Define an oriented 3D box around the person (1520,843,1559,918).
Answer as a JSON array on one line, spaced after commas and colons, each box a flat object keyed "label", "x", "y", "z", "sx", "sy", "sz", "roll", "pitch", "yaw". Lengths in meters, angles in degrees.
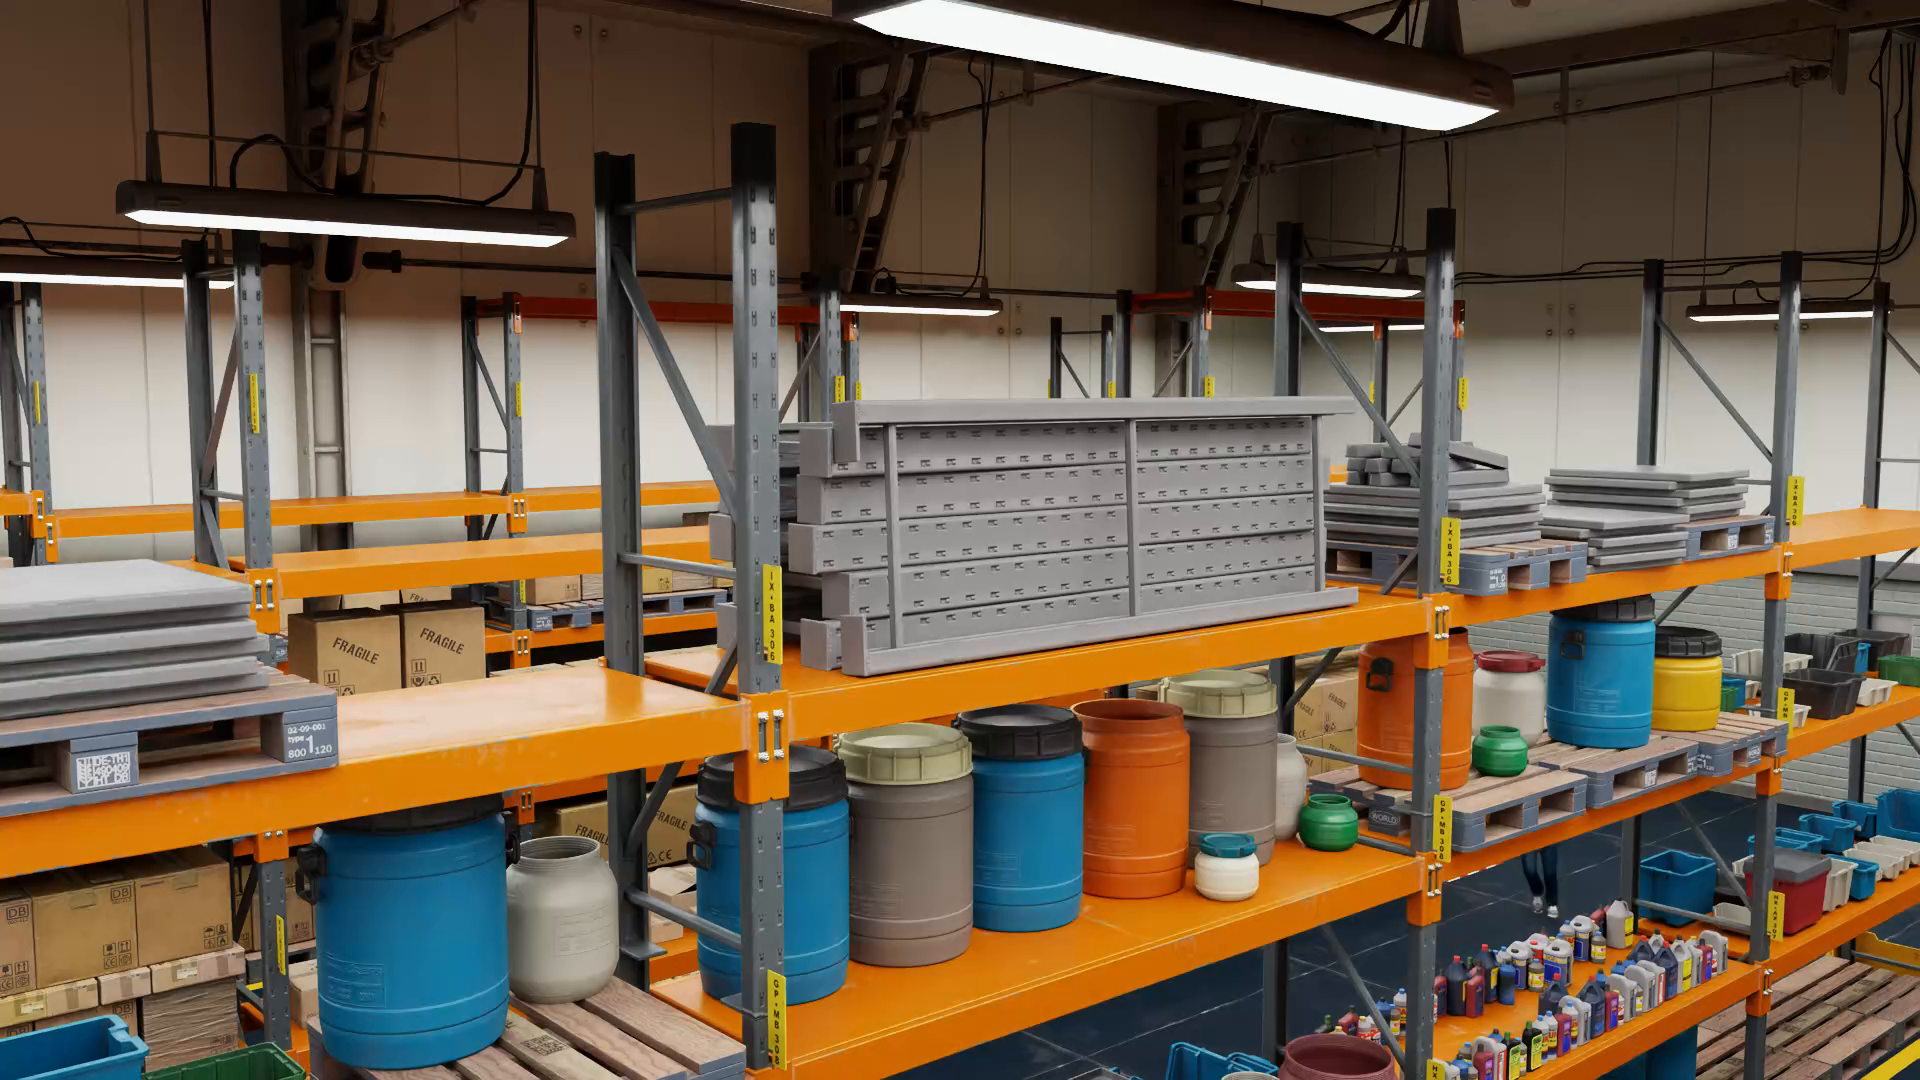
[{"label": "person", "x": 5.515, "y": 2.884, "z": 16.033, "sx": 0.542, "sy": 1.535, "sz": 0.533, "roll": 2, "pitch": 6, "yaw": 21}]
